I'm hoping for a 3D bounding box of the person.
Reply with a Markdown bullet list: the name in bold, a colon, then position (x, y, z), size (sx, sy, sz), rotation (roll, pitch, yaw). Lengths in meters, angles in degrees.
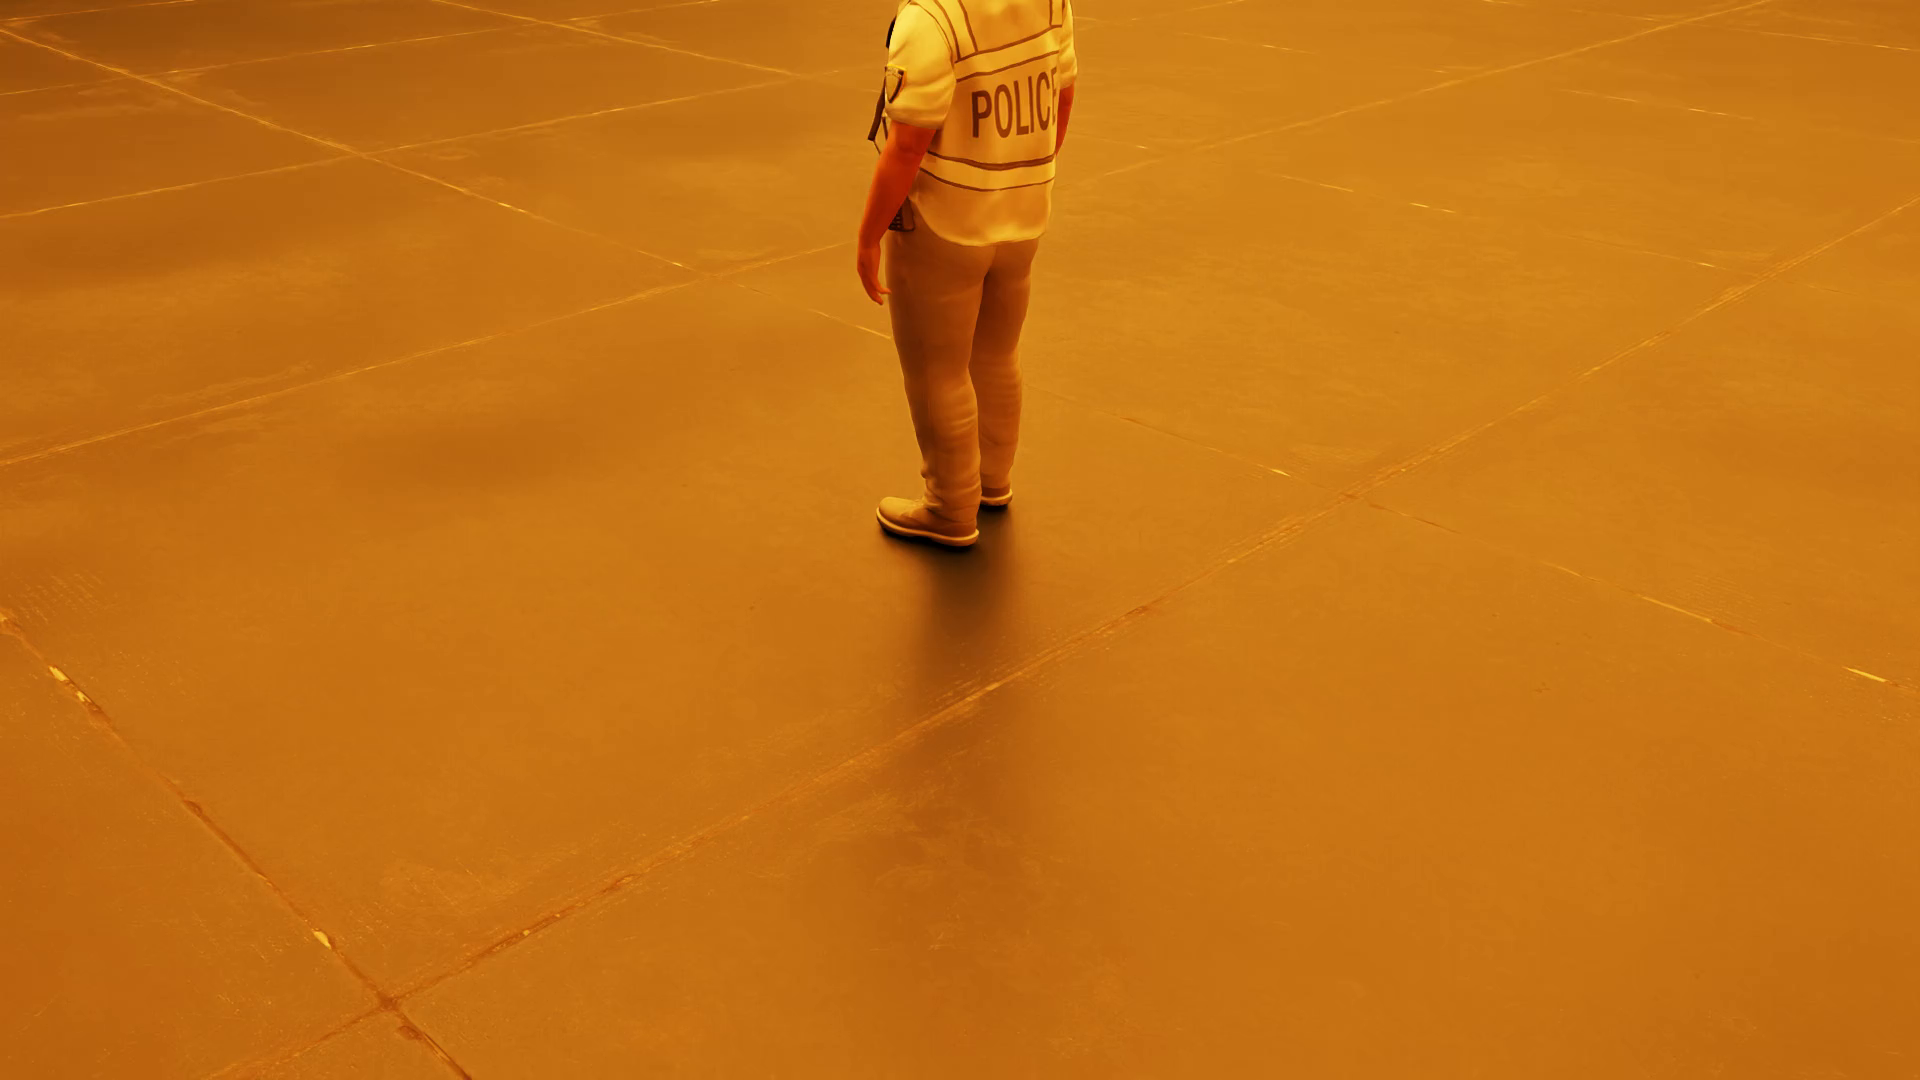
- **person**: position (-0.046, -0.834, 4.204), size (0.640, 1.781, 0.575), rotation (-24, 35, -39)
